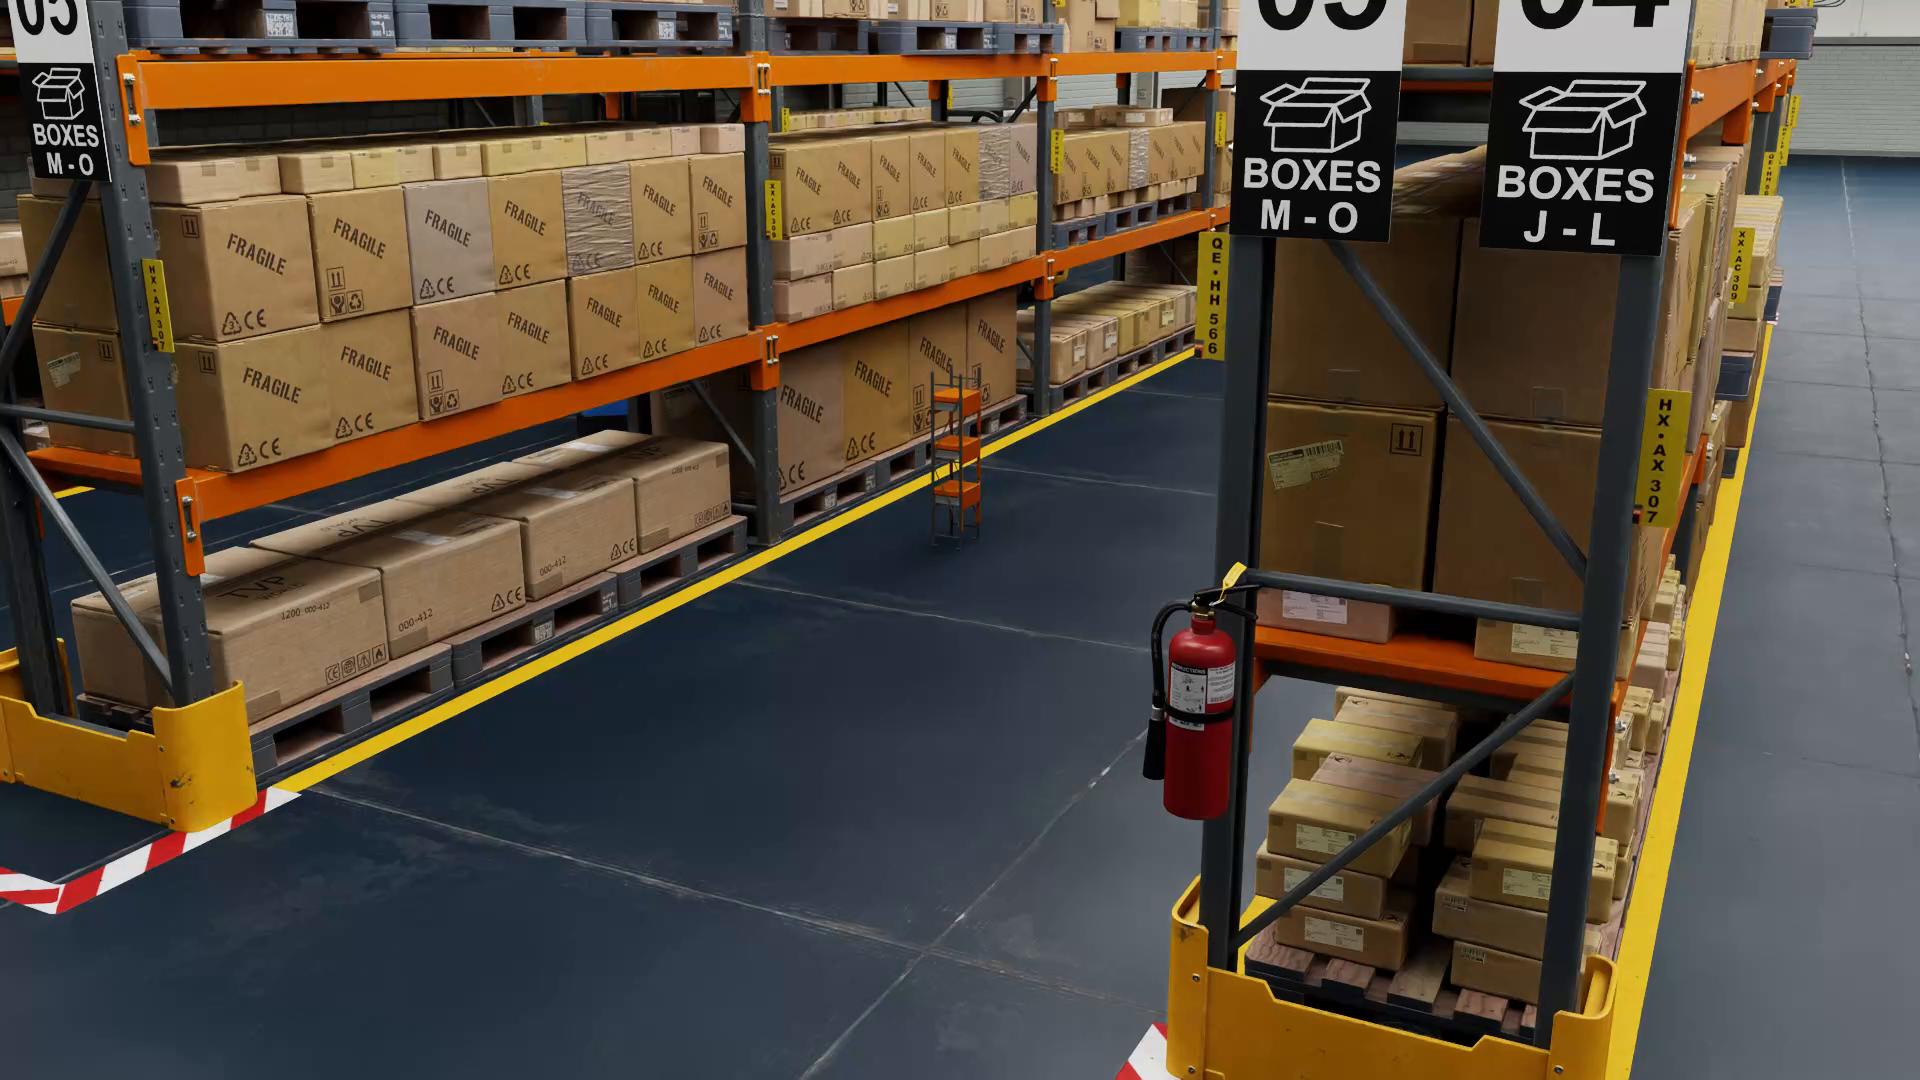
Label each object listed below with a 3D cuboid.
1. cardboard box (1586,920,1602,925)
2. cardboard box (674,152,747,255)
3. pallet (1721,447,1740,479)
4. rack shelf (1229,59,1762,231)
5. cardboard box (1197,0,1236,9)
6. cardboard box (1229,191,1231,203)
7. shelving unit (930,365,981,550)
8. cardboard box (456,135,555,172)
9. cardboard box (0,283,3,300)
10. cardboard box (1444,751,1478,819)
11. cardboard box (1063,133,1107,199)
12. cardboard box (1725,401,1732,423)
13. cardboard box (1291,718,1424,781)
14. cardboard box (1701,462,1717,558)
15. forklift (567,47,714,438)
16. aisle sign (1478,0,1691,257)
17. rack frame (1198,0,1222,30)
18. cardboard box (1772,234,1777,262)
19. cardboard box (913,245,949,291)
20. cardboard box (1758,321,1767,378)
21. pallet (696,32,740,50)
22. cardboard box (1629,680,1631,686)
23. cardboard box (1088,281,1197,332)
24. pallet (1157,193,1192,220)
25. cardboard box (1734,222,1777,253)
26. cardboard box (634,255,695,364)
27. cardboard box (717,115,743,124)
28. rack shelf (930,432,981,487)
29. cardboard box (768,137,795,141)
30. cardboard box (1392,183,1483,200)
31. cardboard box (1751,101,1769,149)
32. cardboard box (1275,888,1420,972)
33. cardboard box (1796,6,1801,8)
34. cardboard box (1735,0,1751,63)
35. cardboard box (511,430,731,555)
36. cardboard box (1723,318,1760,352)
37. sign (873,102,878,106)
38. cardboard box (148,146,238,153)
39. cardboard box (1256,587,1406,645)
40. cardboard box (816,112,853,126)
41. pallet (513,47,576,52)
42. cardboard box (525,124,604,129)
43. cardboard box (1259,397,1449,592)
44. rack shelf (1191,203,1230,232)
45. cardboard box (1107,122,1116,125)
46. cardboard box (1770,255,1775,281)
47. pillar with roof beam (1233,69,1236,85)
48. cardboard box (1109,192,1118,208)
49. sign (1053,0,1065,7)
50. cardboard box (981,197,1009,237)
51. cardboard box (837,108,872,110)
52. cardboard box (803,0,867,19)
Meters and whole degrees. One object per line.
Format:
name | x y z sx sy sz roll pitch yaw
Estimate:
cardboard box | 1.780 1.017 5.079 0.380 0.149 0.250 8 18 25
cardboard box | -1.507 -1.837 9.010 0.500 0.500 0.500 8 18 25
pallet | 5.138 -0.735 12.127 1.003 0.211 1.213 8 18 25
rack shelf | 2.037 -1.445 5.616 1.077 0.370 4.000 8 18 25
cardboard box | 2.465 -5.241 16.176 0.380 0.149 0.250 8 18 24
cardboard box | 2.618 -3.565 17.199 0.380 0.149 0.250 8 18 25
shelving unit | -0.024 -0.490 9.829 0.215 1.050 0.252 8 18 25
cardboard box | -2.120 -1.802 7.754 0.380 0.149 0.250 8 18 25
cardboard box | -6.323 -1.592 10.556 0.380 0.149 0.250 8 18 25
cardboard box | 1.567 0.822 5.737 0.380 0.149 0.250 8 18 25
cardboard box | 0.879 -3.095 13.740 0.500 0.500 0.500 9 19 28
cardboard box | 4.431 -0.905 10.139 0.500 0.250 0.500 8 18 26
cardboard box | 1.319 0.732 5.517 0.380 0.149 0.250 8 18 24
cardboard box | 3.733 -0.154 8.926 0.500 0.500 0.500 9 19 28
forklift | -2.449 -2.440 13.091 1.130 2.935 3.031 -2 17 -8
aisle sign | 1.379 -1.032 3.664 0.394 0.787 0.004 8 18 25
rack frame | 2.032 -6.379 15.696 1.000 3.000 0.127 8 18 25
cardboard box | 4.559 -1.721 9.730 0.380 0.149 0.250 8 18 25
cardboard box | -0.405 -1.859 11.277 0.500 0.250 0.500 8 18 24
cardboard box | 6.309 -1.852 14.206 1.050 0.750 0.750 8 18 25
pallet | -2.793 -5.254 17.511 0.805 0.209 1.217 7 18 23
cardboard box | 2.279 0.534 6.184 0.380 0.149 0.250 8 18 26
cardboard box | 1.800 -2.311 16.414 0.950 0.372 0.625 8 18 26
pallet | 1.560 -3.235 15.984 1.003 0.211 1.213 8 18 25
cardboard box | 4.095 -1.599 8.797 0.380 0.149 0.250 9 19 27
cardboard box | -1.746 -1.231 8.724 0.500 0.500 0.500 8 18 24
cardboard box | -2.538 -4.755 18.927 0.380 0.149 0.250 8 18 26
rack shelf | -0.024 -0.479 9.832 0.215 0.259 0.240 8 18 25
cardboard box | -1.343 -2.271 10.471 0.500 0.500 0.500 9 19 26
cardboard box | 1.352 -0.790 4.960 0.500 0.500 0.500 7 18 24
cardboard box | 6.701 -3.578 14.643 0.875 0.550 0.550 8 18 25
cardboard box | 1.192 1.162 5.112 0.380 0.149 0.250 8 19 26
cardboard box | 6.972 -4.515 14.218 0.380 0.149 0.250 8 18 24
cardboard box | 2.493 -1.813 5.855 0.500 0.250 0.500 8 18 25
cardboard box | -1.919 -0.292 9.502 0.875 0.438 0.875 8 18 25
cardboard box | 3.518 -0.984 7.773 0.380 0.149 0.250 7 18 23
sign | -1.117 -5.678 22.212 0.100 0.325 0.005 8 18 25
cardboard box | -3.217 -1.546 6.889 0.380 0.149 0.250 8 18 25
cardboard box | 1.036 0.159 4.662 0.380 0.149 0.250 8 18 25
cardboard box | -1.498 -5.017 19.809 0.380 0.149 0.250 8 18 25
pallet | -3.974 -4.646 15.463 1.213 0.211 1.003 9 19 28
cardboard box | -2.093 -2.118 8.817 0.380 0.149 0.250 8 18 25
cardboard box | 1.114 -0.180 4.665 0.500 0.500 0.500 9 19 26
rack shelf | 2.926 -3.668 18.368 1.077 0.370 4.000 8 18 25
cardboard box | 1.343 -3.684 15.725 0.500 0.500 0.500 8 18 26
cardboard box | 4.682 -1.648 10.009 0.380 0.149 0.250 8 19 26
pillar with roof beam | 10.154 -12.003 34.631 9.100 9.000 0.400 8 18 25
cardboard box | 1.147 -2.971 14.464 0.380 0.149 0.250 9 19 28
sign | 0.737 -4.135 12.363 0.100 0.325 0.005 8 18 25
cardboard box | 0.030 -2.365 12.105 0.500 0.250 0.500 8 18 24
cardboard box | -1.341 -5.403 21.110 0.380 0.149 0.250 8 18 26
cardboard box | -0.890 -3.340 9.820 0.500 0.500 0.500 8 18 24
